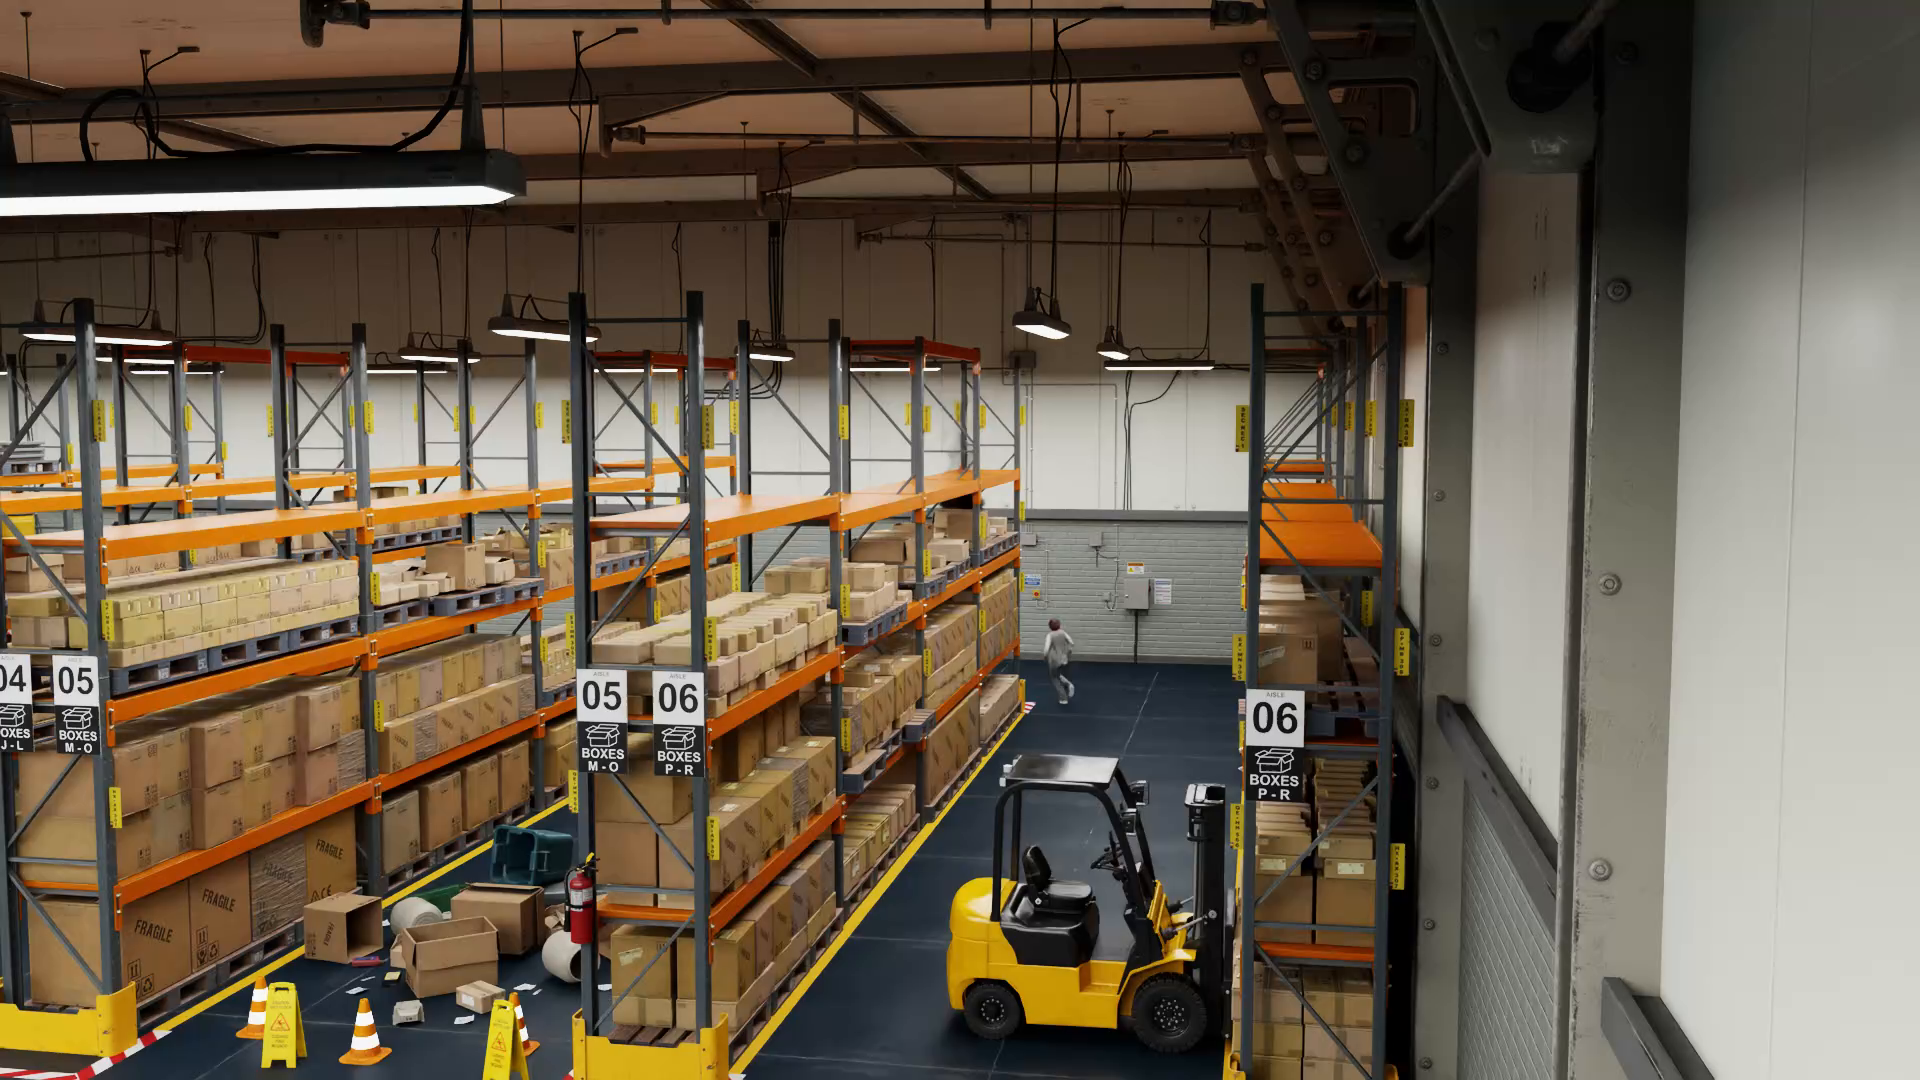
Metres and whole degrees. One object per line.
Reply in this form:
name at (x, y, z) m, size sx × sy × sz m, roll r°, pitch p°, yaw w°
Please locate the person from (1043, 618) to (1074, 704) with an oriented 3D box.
person at (1.646, 2.093, 28.749) m, size 0.569 × 1.523 × 0.450 m, roll -3°, pitch 6°, yaw -34°
